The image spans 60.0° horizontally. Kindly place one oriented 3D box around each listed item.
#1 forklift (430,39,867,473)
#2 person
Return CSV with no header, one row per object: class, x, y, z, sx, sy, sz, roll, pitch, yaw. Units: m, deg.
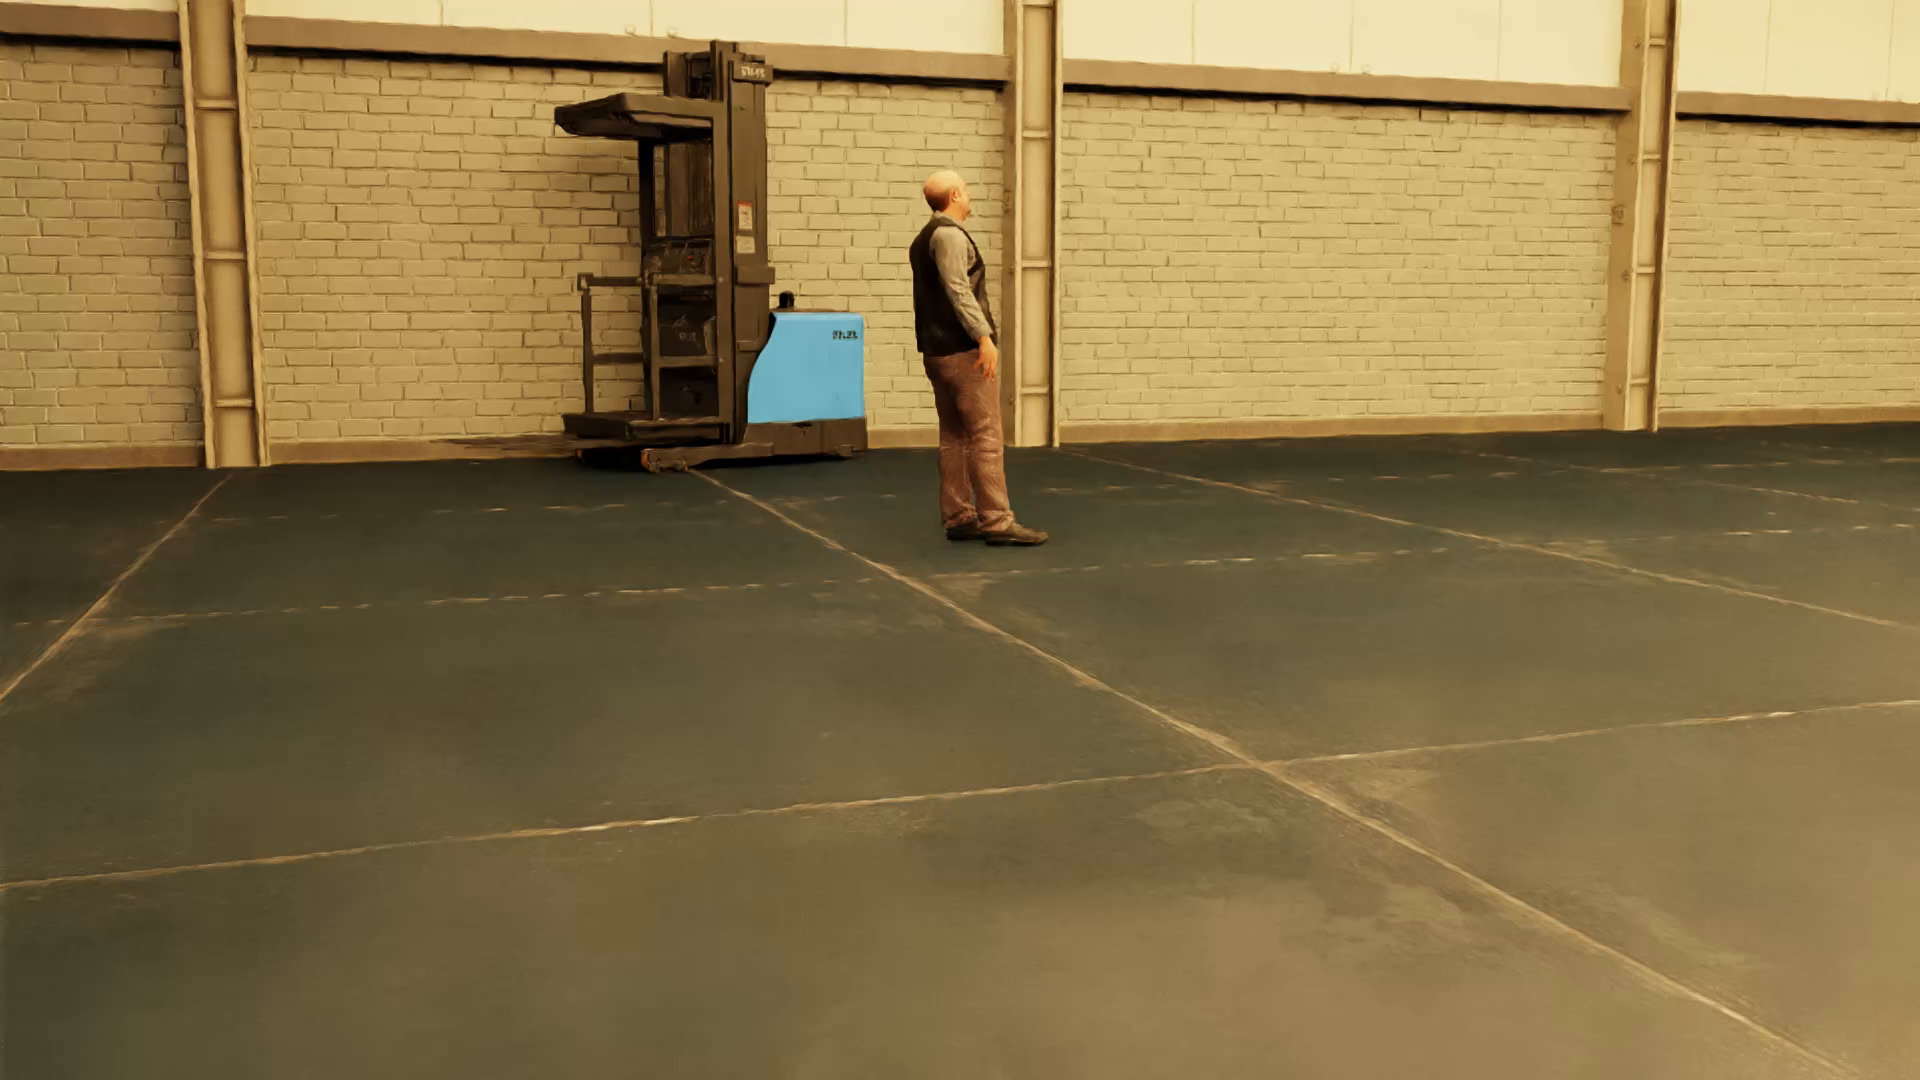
forklift,-2.161,-1.985,11.646,3.031,2.935,1.130,-6,10,-38
person,0.062,-0.862,7.819,0.567,1.720,0.632,-3,8,-18
